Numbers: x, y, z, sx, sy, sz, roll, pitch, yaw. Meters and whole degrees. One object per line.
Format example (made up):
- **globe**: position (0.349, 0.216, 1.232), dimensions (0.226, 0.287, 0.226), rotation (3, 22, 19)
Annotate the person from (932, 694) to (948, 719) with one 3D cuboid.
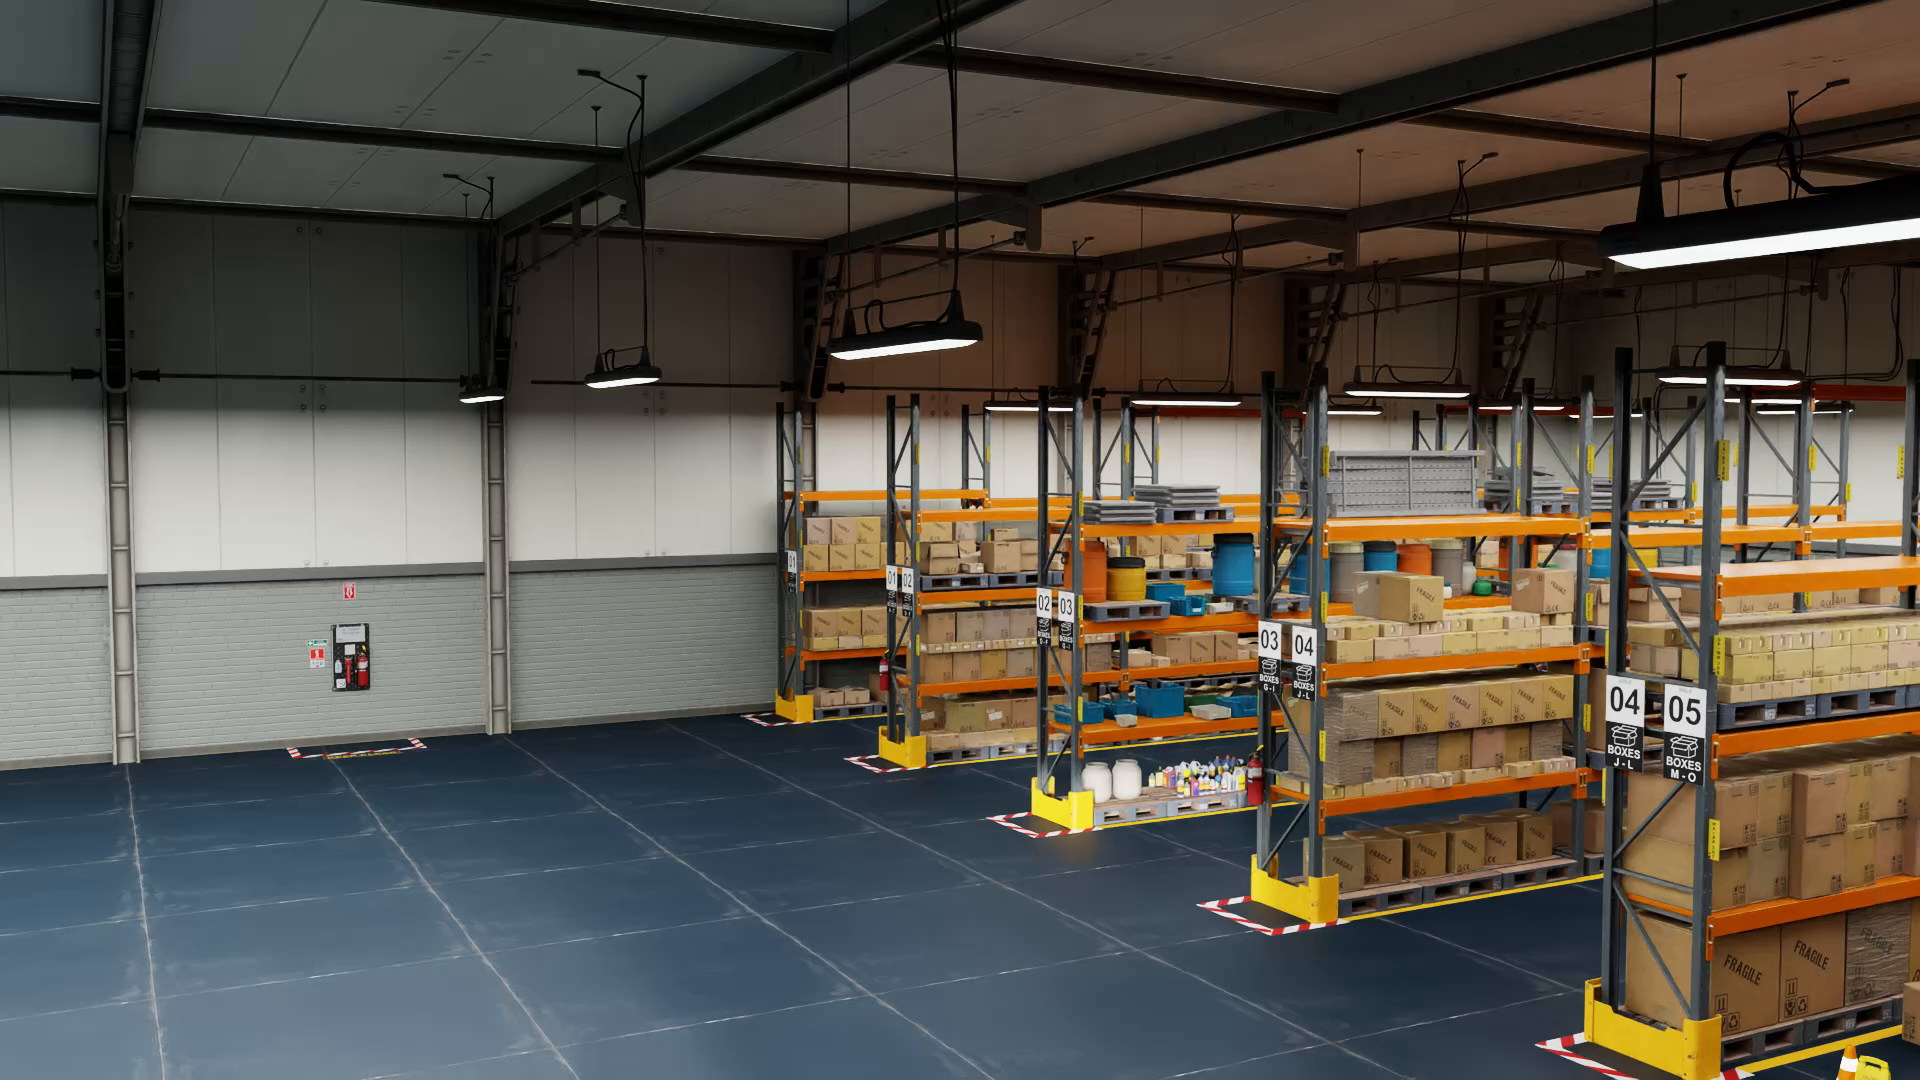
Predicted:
- **person**: position (-0.481, 2.664, 29.397), dimensions (0.991, 1.625, 0.505), rotation (-1, 3, -21)
